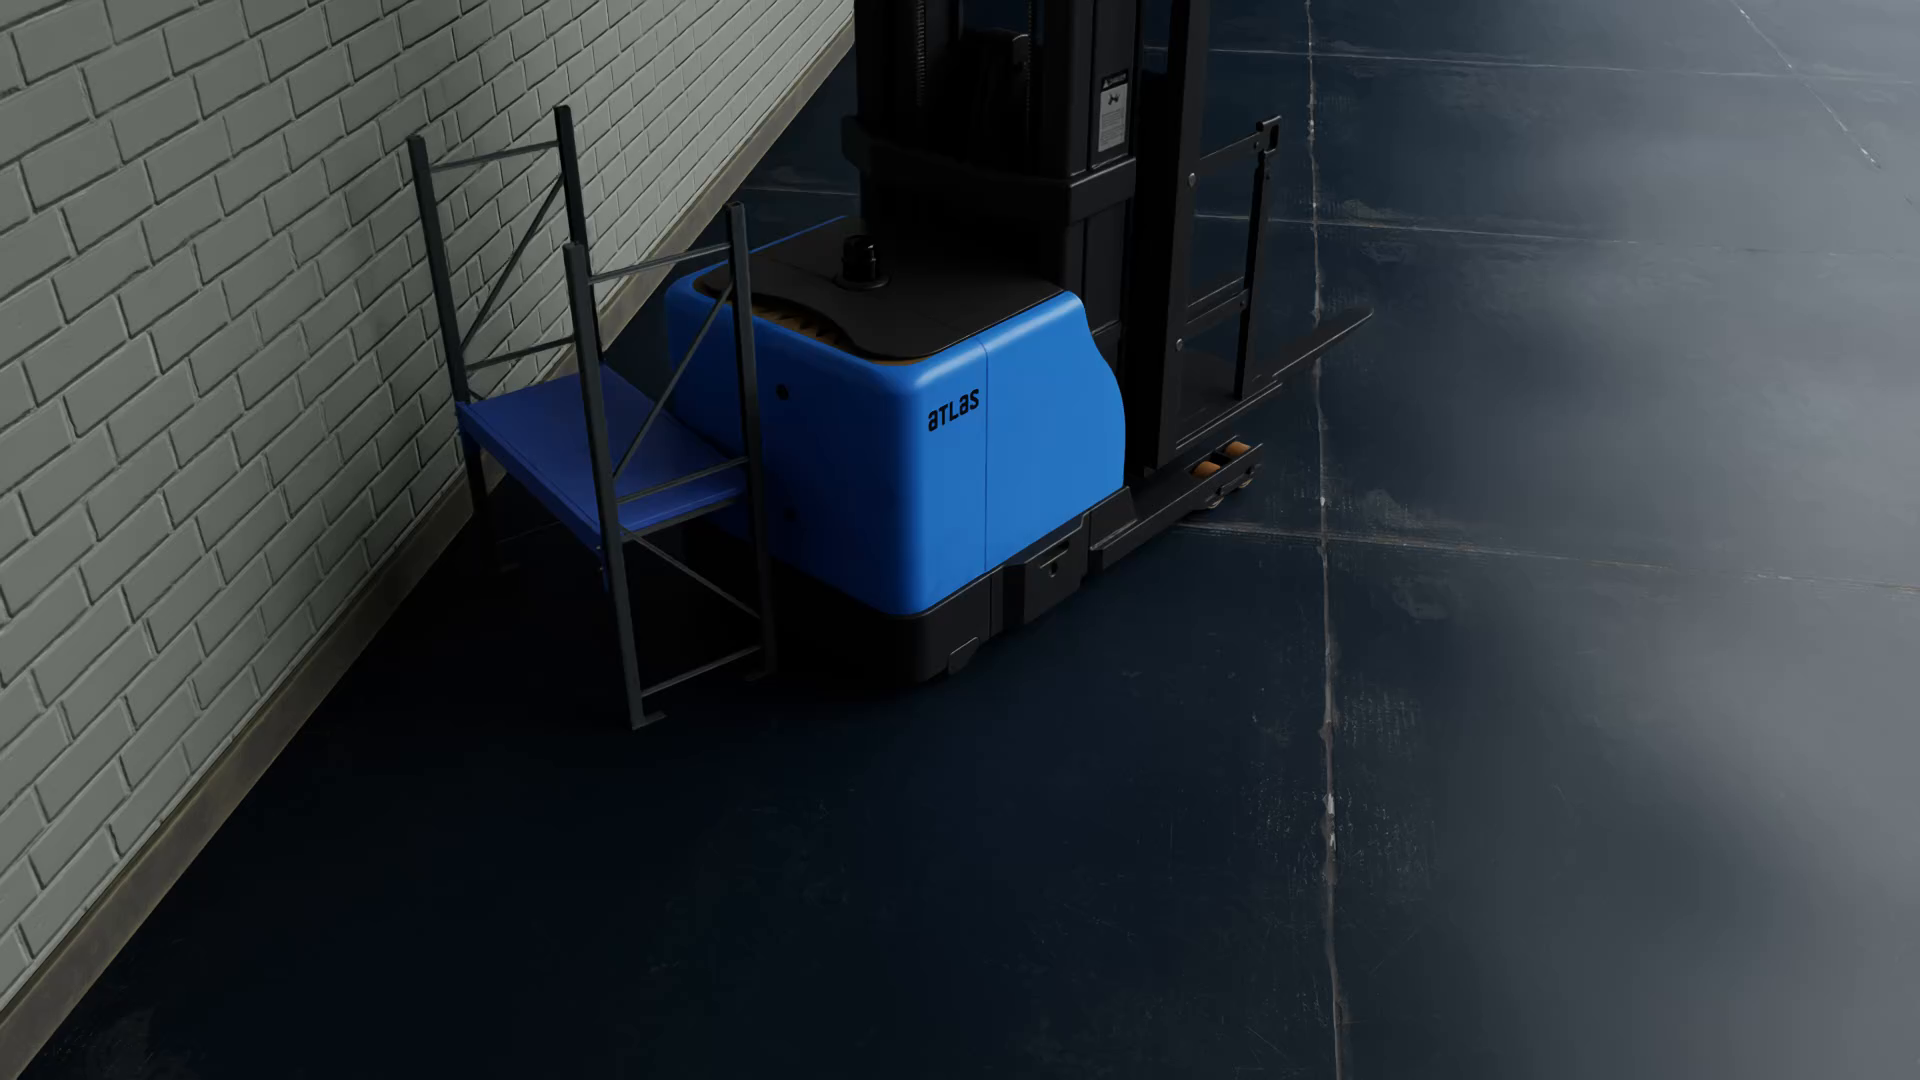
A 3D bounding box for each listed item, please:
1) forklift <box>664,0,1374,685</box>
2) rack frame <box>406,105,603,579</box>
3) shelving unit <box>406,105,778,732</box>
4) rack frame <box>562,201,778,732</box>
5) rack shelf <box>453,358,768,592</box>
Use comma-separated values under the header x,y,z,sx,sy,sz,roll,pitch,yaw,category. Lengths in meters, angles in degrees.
x,y,z,sx,sy,sz,roll,pitch,yaw,category
0.451,-1.513,5.405,1.130,2.935,3.031,25,40,34,forklift
-1.379,-0.593,5.283,0.500,1.500,0.032,-22,38,-31,rack frame
-1.074,-0.378,4.939,0.538,1.500,1.048,-22,38,-31,shelving unit
-0.768,-0.162,4.595,0.500,1.500,0.032,-22,38,-31,rack frame
-1.073,-0.225,5.035,0.538,0.185,1.000,-22,38,-31,rack shelf
